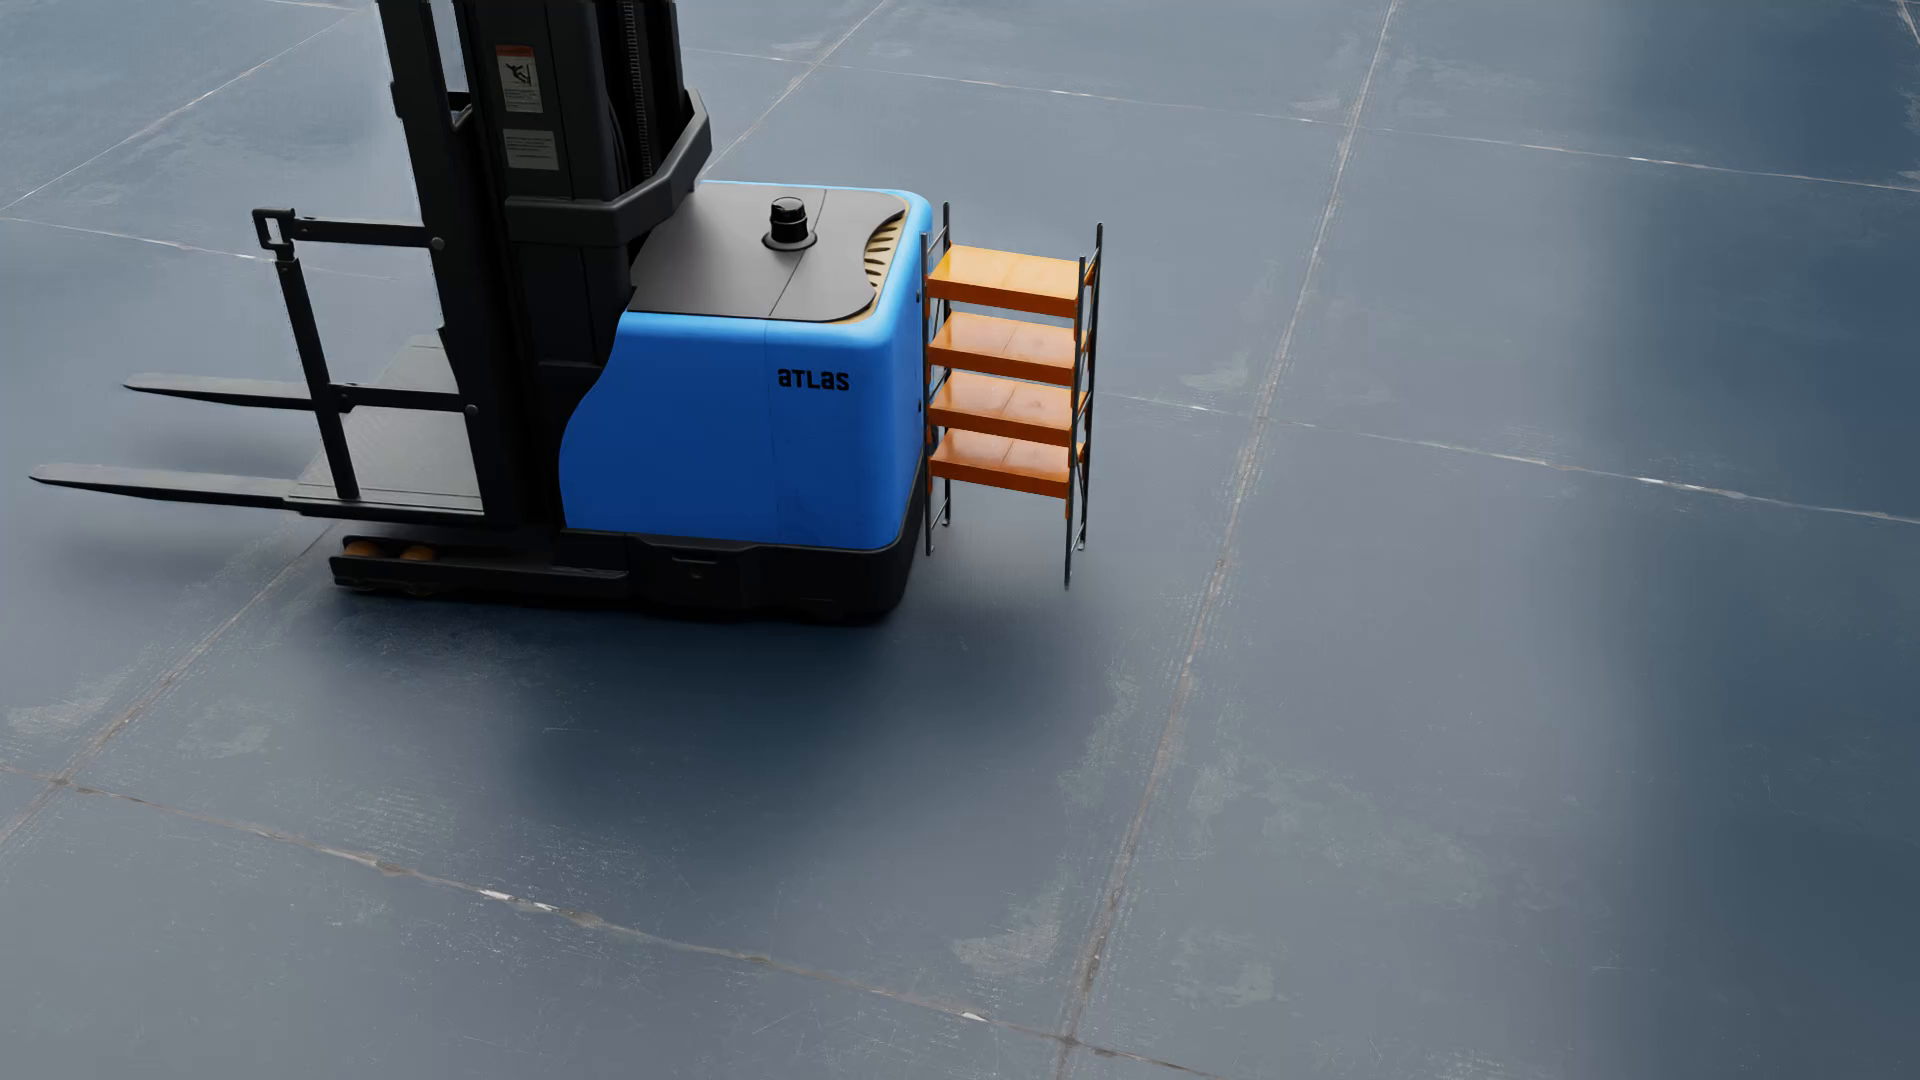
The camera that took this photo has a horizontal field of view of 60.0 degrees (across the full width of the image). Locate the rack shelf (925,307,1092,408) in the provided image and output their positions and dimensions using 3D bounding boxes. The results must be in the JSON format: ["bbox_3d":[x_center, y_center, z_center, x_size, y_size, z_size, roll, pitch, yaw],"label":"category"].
[{"bbox_3d":[0.158,-0.580,5.262,0.480,0.148,0.258,10,38,14],"label":"rack shelf"}]

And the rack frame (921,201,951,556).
[{"bbox_3d":[-0.075,-0.497,5.413,0.015,1.200,0.240,10,38,14],"label":"rack frame"}]

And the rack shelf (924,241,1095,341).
[{"bbox_3d":[0.158,-0.770,5.122,0.480,0.148,0.258,10,38,14],"label":"rack shelf"}]

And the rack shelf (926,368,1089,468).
[{"bbox_3d":[0.158,-0.400,5.394,0.480,0.148,0.258,10,38,14],"label":"rack shelf"}]

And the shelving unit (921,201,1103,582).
[{"bbox_3d":[0.158,-0.454,5.355,0.503,1.200,0.258,10,38,14],"label":"shelving unit"}]

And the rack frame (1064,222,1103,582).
[{"bbox_3d":[0.391,-0.411,5.296,0.015,1.200,0.240,10,38,14],"label":"rack frame"}]

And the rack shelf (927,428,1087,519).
[{"bbox_3d":[0.158,-0.240,5.512,0.480,0.148,0.258,10,38,14],"label":"rack shelf"}]

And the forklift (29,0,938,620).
[{"bbox_3d":[-1.634,-1.302,5.046,3.031,2.935,1.130,4,37,6],"label":"forklift"}]
